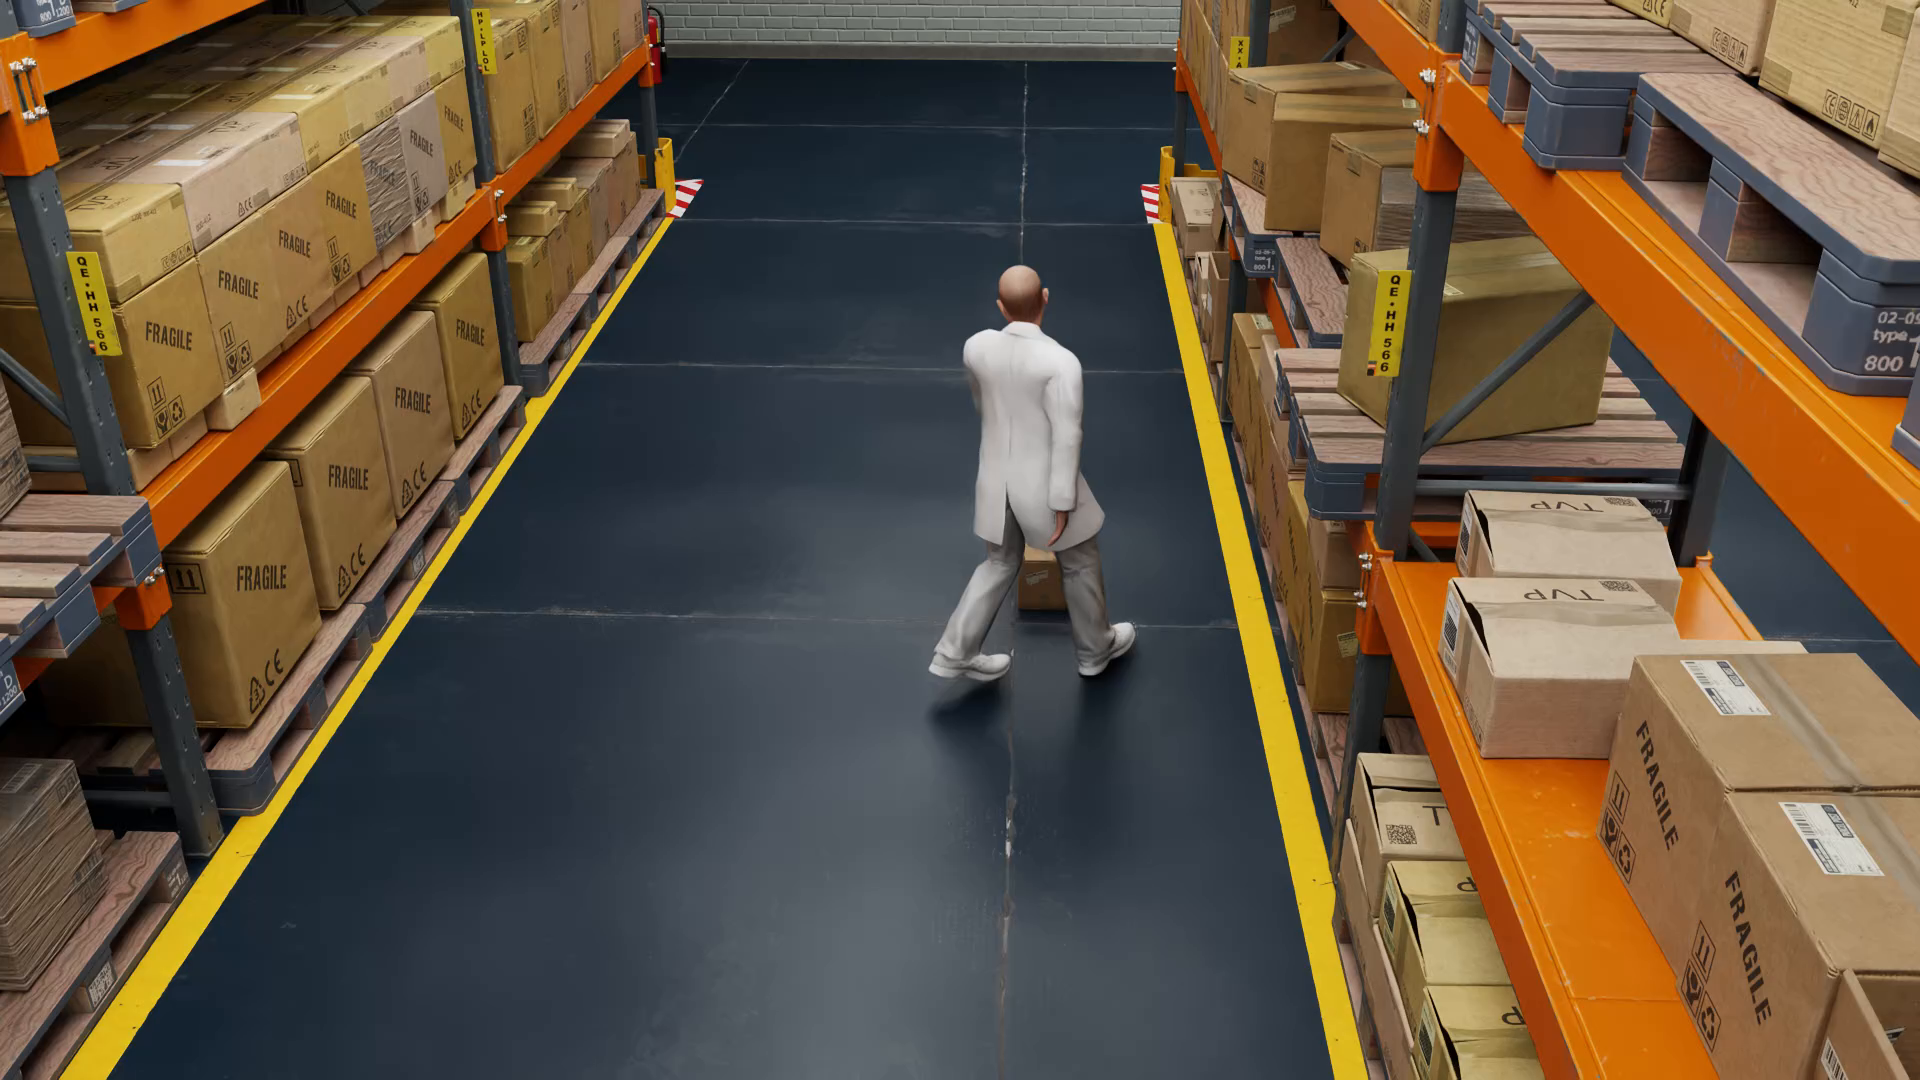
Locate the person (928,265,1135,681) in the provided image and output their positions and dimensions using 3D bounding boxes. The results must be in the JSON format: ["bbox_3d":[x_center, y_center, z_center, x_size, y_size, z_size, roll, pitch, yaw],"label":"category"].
[{"bbox_3d":[0.288,-0.238,6.595,0.588,1.739,0.878,18,32,30],"label":"person"}]
